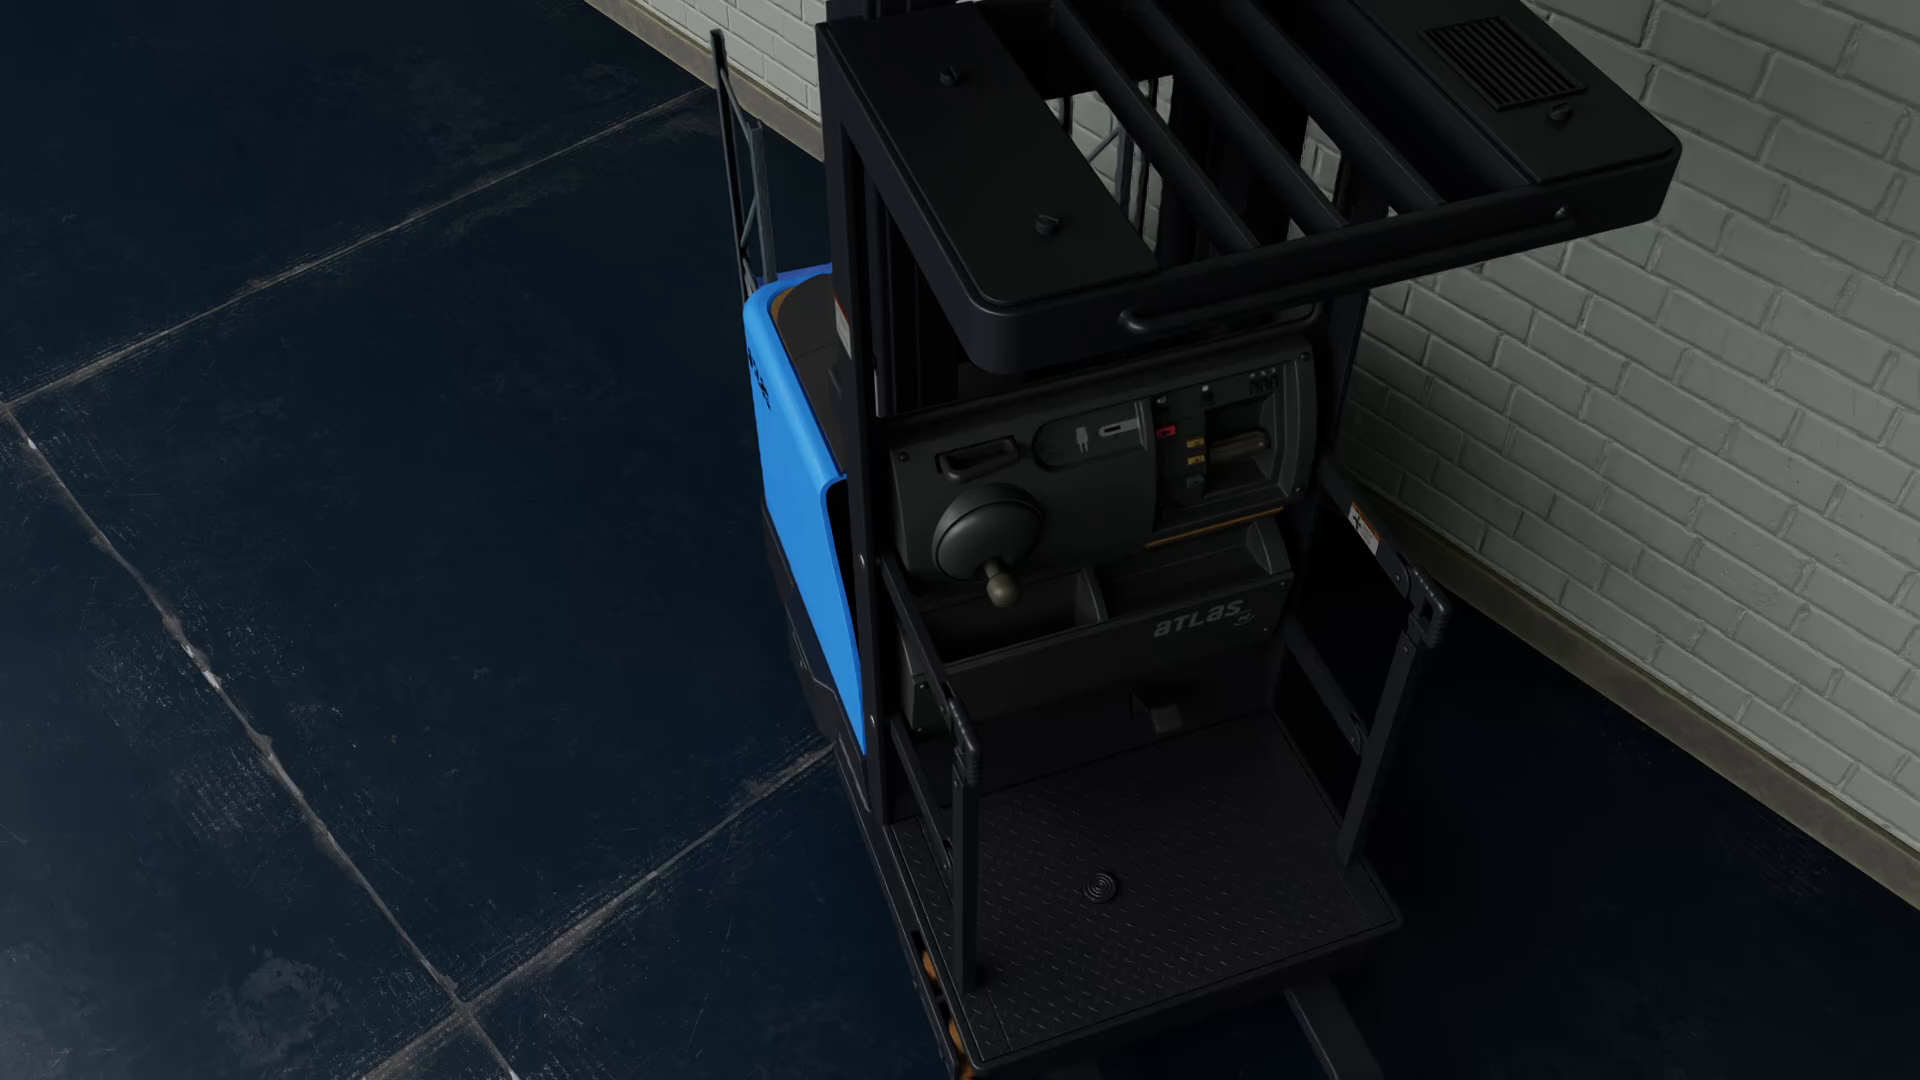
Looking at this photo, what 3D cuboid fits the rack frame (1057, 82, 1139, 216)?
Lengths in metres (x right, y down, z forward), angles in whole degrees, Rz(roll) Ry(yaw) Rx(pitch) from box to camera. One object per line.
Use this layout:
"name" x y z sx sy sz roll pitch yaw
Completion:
"rack frame" 0.385 -0.919 5.077 0.032 1.500 0.500 -13 49 -12

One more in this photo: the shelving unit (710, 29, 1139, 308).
"shelving unit" -0.100 -0.805 4.972 1.048 1.500 0.538 -13 49 -12

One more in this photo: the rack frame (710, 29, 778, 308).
"rack frame" -0.584 -0.691 4.867 0.032 1.500 0.500 -13 49 -12

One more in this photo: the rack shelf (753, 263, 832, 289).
"rack shelf" -0.100 -0.683 5.105 1.000 0.185 0.538 -13 49 -12

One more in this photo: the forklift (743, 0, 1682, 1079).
"forklift" 0.385 -0.038 3.291 1.130 2.935 3.031 -15 49 -13
